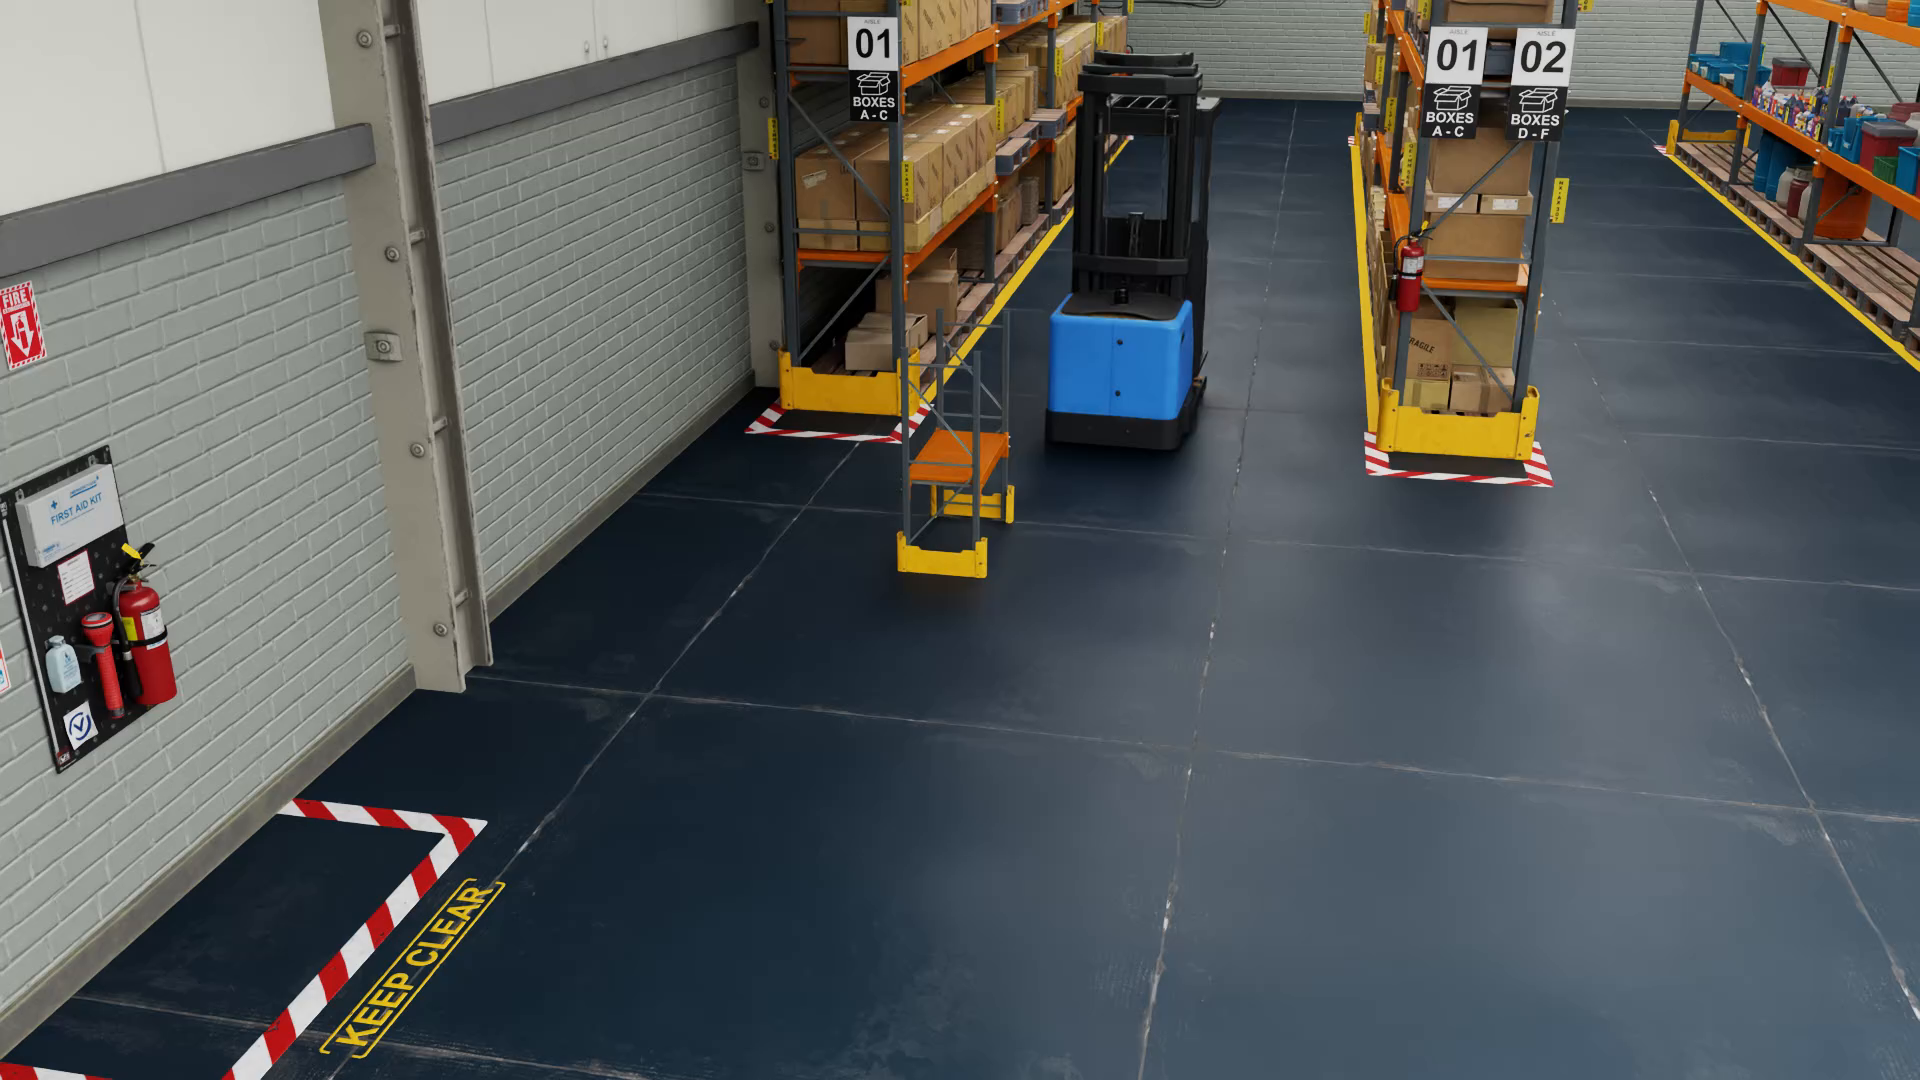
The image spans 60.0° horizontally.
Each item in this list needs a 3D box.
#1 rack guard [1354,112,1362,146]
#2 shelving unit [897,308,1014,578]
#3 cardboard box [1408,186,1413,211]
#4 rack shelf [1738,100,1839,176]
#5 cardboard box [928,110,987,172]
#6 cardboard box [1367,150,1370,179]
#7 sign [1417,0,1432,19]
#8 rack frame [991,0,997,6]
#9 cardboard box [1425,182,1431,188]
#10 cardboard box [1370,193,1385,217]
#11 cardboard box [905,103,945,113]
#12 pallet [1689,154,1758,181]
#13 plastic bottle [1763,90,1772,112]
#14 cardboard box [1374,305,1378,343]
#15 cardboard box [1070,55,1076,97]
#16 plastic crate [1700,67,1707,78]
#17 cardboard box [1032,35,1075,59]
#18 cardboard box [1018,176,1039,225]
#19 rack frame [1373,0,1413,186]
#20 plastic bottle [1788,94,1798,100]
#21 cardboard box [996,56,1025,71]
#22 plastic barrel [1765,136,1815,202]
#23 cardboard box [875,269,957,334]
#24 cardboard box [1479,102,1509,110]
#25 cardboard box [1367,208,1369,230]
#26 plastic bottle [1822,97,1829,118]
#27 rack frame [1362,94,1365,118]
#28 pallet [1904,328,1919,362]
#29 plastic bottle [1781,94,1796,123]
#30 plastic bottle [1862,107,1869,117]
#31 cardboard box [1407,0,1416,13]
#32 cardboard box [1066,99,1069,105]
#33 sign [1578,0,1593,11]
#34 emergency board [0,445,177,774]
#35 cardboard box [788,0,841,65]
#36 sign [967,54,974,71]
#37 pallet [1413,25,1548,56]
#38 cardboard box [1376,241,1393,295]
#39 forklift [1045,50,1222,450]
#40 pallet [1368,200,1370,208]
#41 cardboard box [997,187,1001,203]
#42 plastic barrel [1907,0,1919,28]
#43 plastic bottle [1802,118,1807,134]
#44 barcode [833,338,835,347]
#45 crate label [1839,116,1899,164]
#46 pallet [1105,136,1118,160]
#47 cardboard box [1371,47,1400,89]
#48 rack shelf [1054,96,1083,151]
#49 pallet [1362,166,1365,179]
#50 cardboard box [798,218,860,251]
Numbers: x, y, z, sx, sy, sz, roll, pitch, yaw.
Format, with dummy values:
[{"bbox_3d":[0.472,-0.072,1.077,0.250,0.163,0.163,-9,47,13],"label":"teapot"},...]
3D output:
[{"bbox_3d":[7.146,-6.786,27.534,1.175,0.500,0.348,4,22,11],"label":"rack guard"},{"bbox_3d":[-0.016,-0.668,11.004,0.587,1.500,1.083,4,22,11],"label":"shelving unit"},{"bbox_3d":[4.528,-3.275,15.336,0.700,0.500,0.500,4,22,10],"label":"cardboard box"},{"bbox_3d":[10.786,-5.066,20.881,1.077,0.370,4.000,4,22,11],"label":"rack shelf"},{"bbox_3d":[-0.027,-3.869,16.116,0.500,0.500,0.500,4,22,11],"label":"cardboard box"},{"bbox_3d":[5.911,-5.201,23.009,0.500,0.500,0.500,5,22,12],"label":"cardboard box"},{"bbox_3d":[3.369,-3.934,12.011,0.100,0.325,0.005,4,22,11],"label":"sign"},{"bbox_3d":[-0.137,-6.744,16.053,1.000,3.000,0.127,4,22,11],"label":"rack frame"},{"bbox_3d":[3.841,-2.719,13.088,0.380,0.149,0.250,5,22,12],"label":"cardboard box"},{"bbox_3d":[5.036,-3.865,19.304,0.500,0.311,0.500,4,22,10],"label":"cardboard box"},{"bbox_3d":[-0.437,-4.093,16.671,0.500,0.500,0.500,4,22,10],"label":"cardboard box"},{"bbox_3d":[11.553,-5.558,24.870,1.003,0.211,1.213,4,22,11],"label":"pallet"},{"bbox_3d":[10.602,-5.758,21.807,0.097,0.271,0.097,0,22,0],"label":"plastic bottle"},{"bbox_3d":[4.108,-1.993,15.405,0.500,0.250,0.500,4,22,11],"label":"cardboard box"},{"bbox_3d":[1.247,-6.148,22.045,0.500,0.500,0.500,4,22,11],"label":"cardboard box"},{"bbox_3d":[11.353,-7.076,25.180,0.250,0.136,0.298,4,22,11],"label":"plastic crate"},{"bbox_3d":[1.232,-6.492,21.894,0.500,0.250,0.500,5,22,11],"label":"cardboard box"},{"bbox_3d":[0.584,-4.201,20.527,0.700,0.500,0.500,5,22,12],"label":"cardboard box"},{"bbox_3d":[5.530,-5.048,19.872,1.000,3.000,0.127,4,22,11],"label":"rack frame"},{"bbox_3d":[10.687,-5.584,21.368,0.152,0.276,0.135,4,22,11],"label":"plastic bottle"},{"bbox_3d":[0.587,-5.728,19.970,0.380,0.149,0.250,1,22,2],"label":"cardboard box"},{"bbox_3d":[10.922,-4.896,21.743,0.600,0.901,0.708,4,22,11],"label":"plastic barrel"},{"bbox_3d":[-0.409,-2.262,15.712,0.700,0.500,0.500,3,22,8],"label":"cardboard box"},{"bbox_3d":[4.220,-3.336,13.752,0.700,0.500,0.500,5,22,11],"label":"cardboard box"},{"bbox_3d":[5.135,-3.798,19.887,0.500,0.250,0.500,4,22,11],"label":"cardboard box"},{"bbox_3d":[11.099,-5.539,21.263,0.097,0.271,0.097,0,22,0],"label":"plastic bottle"},{"bbox_3d":[7.162,-7.973,27.136,1.000,3.000,0.127,4,22,11],"label":"rack frame"},{"bbox_3d":[9.384,-1.670,15.217,1.003,0.211,1.213,4,22,11],"label":"pallet"},{"bbox_3d":[10.414,-5.416,20.852,0.144,0.351,0.185,4,22,11],"label":"plastic bottle"},{"bbox_3d":[11.022,-5.121,20.226,0.097,0.271,0.097,0,22,0],"label":"plastic bottle"},{"bbox_3d":[4.242,-4.833,14.693,0.500,0.311,0.500,3,22,8],"label":"cardboard box"},{"bbox_3d":[1.276,-5.981,22.499,0.380,0.149,0.250,5,22,11],"label":"cardboard box"},{"bbox_3d":[4.439,-3.911,11.758,0.100,0.325,0.005,4,22,11],"label":"sign"},{"bbox_3d":[-3.423,0.275,6.655,0.194,1.169,0.643,4,22,11],"label":"emergency board"},{"bbox_3d":[-1.116,-4.117,13.385,0.500,0.500,0.500,6,23,15],"label":"cardboard box"},{"bbox_3d":[0.135,-6.002,20.692,0.100,0.325,0.005,4,22,11],"label":"sign"},{"bbox_3d":[4.314,-4.176,13.812,1.003,0.211,1.213,4,22,11],"label":"pallet"},{"bbox_3d":[4.218,-2.523,15.717,0.500,0.500,0.500,4,22,11],"label":"cardboard box"},{"bbox_3d":[1.529,-2.577,13.830,1.130,2.935,3.031,5,23,13],"label":"forklift"},{"bbox_3d":[5.970,-4.469,22.168,1.003,0.211,1.213,4,22,11],"label":"pallet"},{"bbox_3d":[0.186,-3.976,18.964,0.500,0.250,0.500,4,22,9],"label":"cardboard box"},{"bbox_3d":[9.720,-5.511,16.335,0.600,0.901,0.708,4,22,11],"label":"plastic barrel"},{"bbox_3d":[10.191,-4.989,19.992,0.097,0.201,0.097,0,22,0],"label":"plastic bottle"},{"bbox_3d":[-1.112,-1.743,14.663,0.001,0.075,0.075,4,22,11],"label":"barcode"},{"bbox_3d":[9.910,-4.342,18.073,0.502,0.435,0.616,4,22,11],"label":"crate label"},{"bbox_3d":[1.974,-6.313,26.746,1.003,0.211,1.213,4,22,11],"label":"pallet"},{"bbox_3d":[5.952,-6.339,22.383,0.700,0.500,0.500,8,23,19],"label":"cardboard box"},{"bbox_3d":[1.087,-5.822,22.757,1.077,0.370,4.000,4,22,11],"label":"rack shelf"},{"bbox_3d":[6.487,-5.468,24.649,1.003,0.211,1.213,4,22,11],"label":"pallet"},{"bbox_3d":[-1.047,-2.624,14.027,0.500,0.250,0.500,5,22,12],"label":"cardboard box"}]
